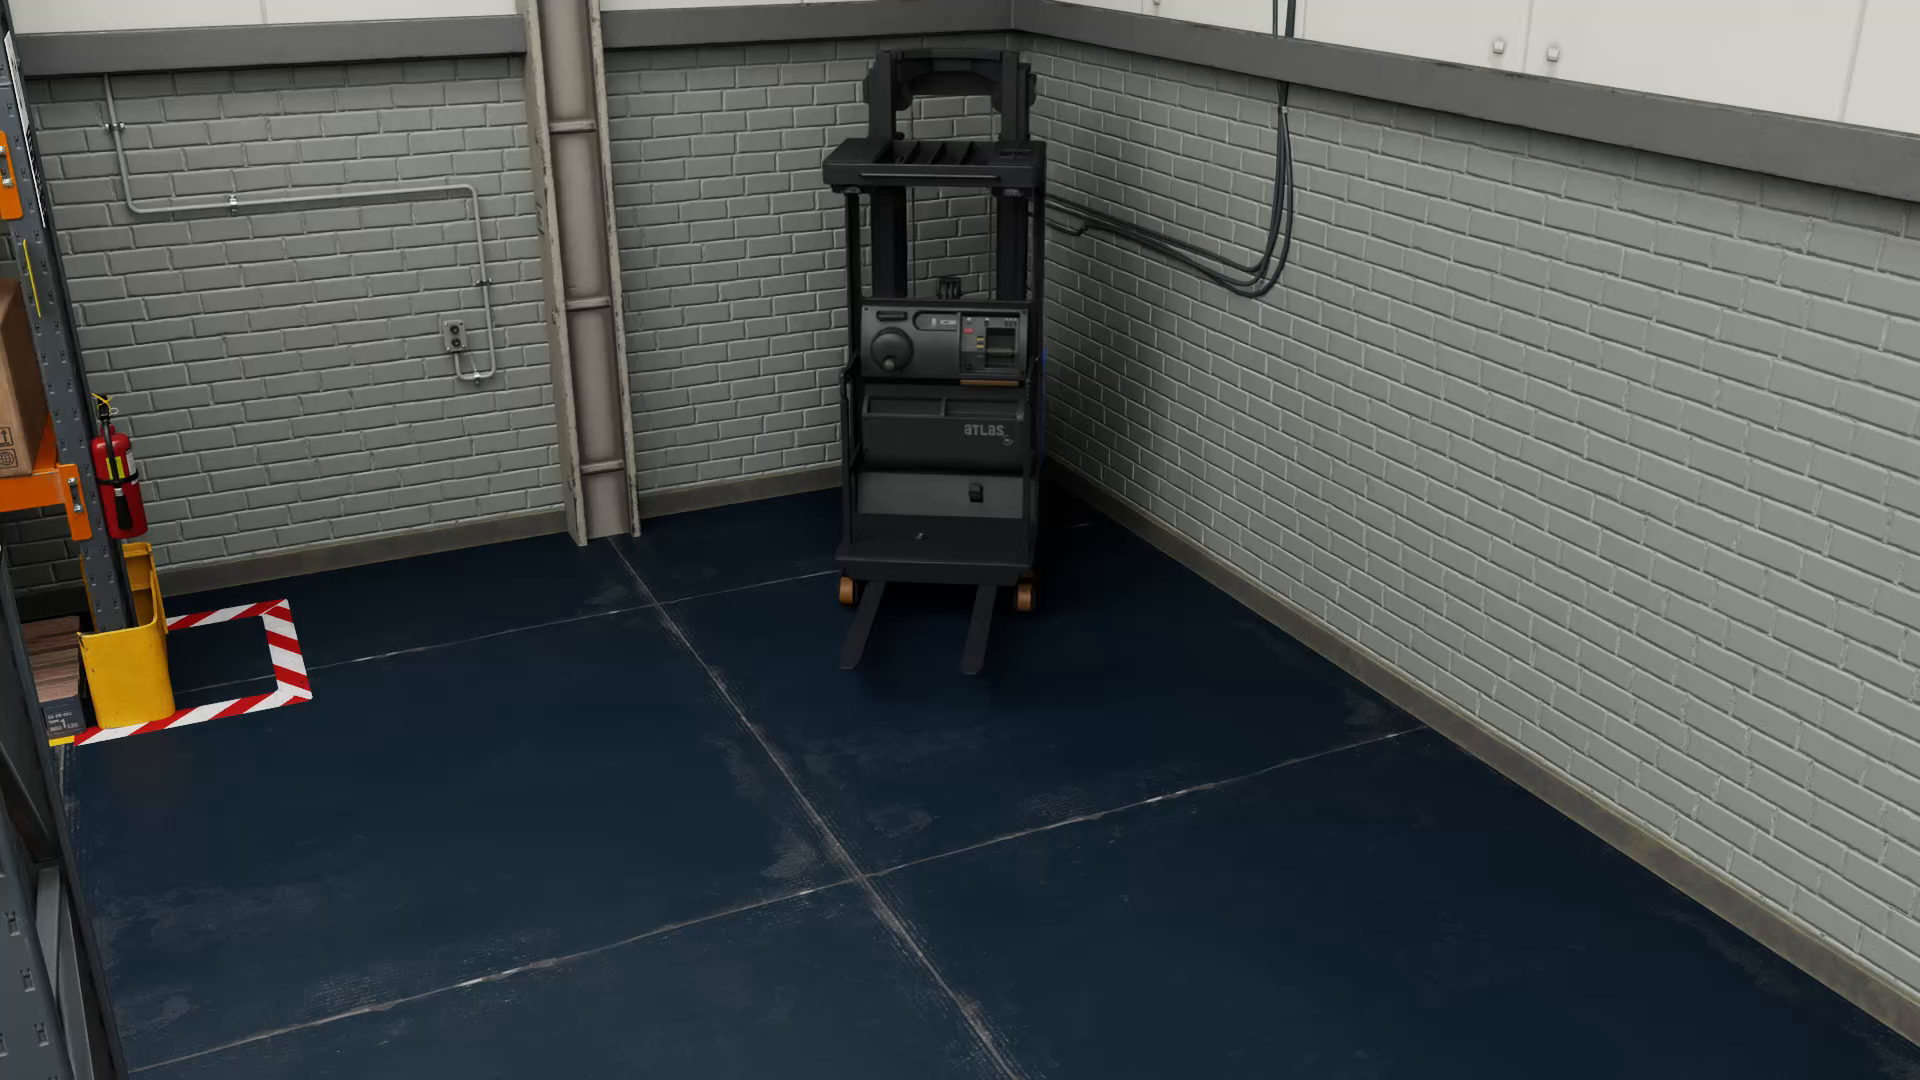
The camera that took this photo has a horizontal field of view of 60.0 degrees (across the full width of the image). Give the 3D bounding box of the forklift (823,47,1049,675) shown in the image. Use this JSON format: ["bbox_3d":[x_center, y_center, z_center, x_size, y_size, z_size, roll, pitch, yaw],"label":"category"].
[{"bbox_3d":[-0.105,-1.084,9.036,1.130,2.935,3.031,2,23,5],"label":"forklift"}]

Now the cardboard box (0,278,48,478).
[{"bbox_3d":[-4.731,-0.738,7.718,0.700,0.700,0.980,-9,24,-21],"label":"cardboard box"}]

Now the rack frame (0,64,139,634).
[{"bbox_3d":[-4.275,-0.687,7.989,0.127,3.000,1.000,-10,25,-24],"label":"rack frame"}]

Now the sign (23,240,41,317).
[{"bbox_3d":[-4.053,-1.142,7.264,0.005,0.325,0.100,-10,25,-24],"label":"sign"}]

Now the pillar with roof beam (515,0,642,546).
[{"bbox_3d":[-0.351,-2.722,5.059,0.400,9.000,9.100,-10,25,-24],"label":"pillar with roof beam"}]

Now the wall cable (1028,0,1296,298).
[{"bbox_3d":[0.976,-2.840,9.404,0.112,2.526,3.097,-10,25,-24],"label":"wall cable"}]

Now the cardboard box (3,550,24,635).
[{"bbox_3d":[-4.863,0.424,8.023,0.500,0.500,0.700,-10,25,-24],"label":"cardboard box"}]

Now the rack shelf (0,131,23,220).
[{"bbox_3d":[-6.078,-1.409,6.751,4.000,0.370,1.077,-10,25,-24],"label":"rack shelf"}]

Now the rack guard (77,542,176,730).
[{"bbox_3d":[-4.254,0.464,8.476,0.348,0.500,1.175,-10,25,-24],"label":"rack guard"}]

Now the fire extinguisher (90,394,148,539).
[{"bbox_3d":[-3.939,-0.345,7.751,0.183,0.674,0.296,-10,25,-24],"label":"fire extinguisher"}]

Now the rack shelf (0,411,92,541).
[{"bbox_3d":[-6.078,-0.023,7.325,4.000,0.370,1.077,-10,25,-24],"label":"rack shelf"}]

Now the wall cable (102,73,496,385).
[{"bbox_3d":[-3.532,-1.695,9.095,1.851,1.984,0.084,-10,25,-24],"label":"wall cable"}]

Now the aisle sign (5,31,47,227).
[{"bbox_3d":[-4.080,-1.797,7.270,0.004,0.787,0.394,-10,25,-24],"label":"aisle sign"}]

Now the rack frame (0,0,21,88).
[{"bbox_3d":[-4.275,-3.459,6.841,0.127,3.000,1.000,-10,25,-24],"label":"rack frame"}]

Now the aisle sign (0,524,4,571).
[{"bbox_3d":[-2.190,-0.294,3.640,0.004,0.787,0.394,-10,25,-24],"label":"aisle sign"}]

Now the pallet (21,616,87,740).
[{"bbox_3d":[-4.962,0.761,8.136,1.213,0.211,1.003,-10,25,-24],"label":"pallet"}]
